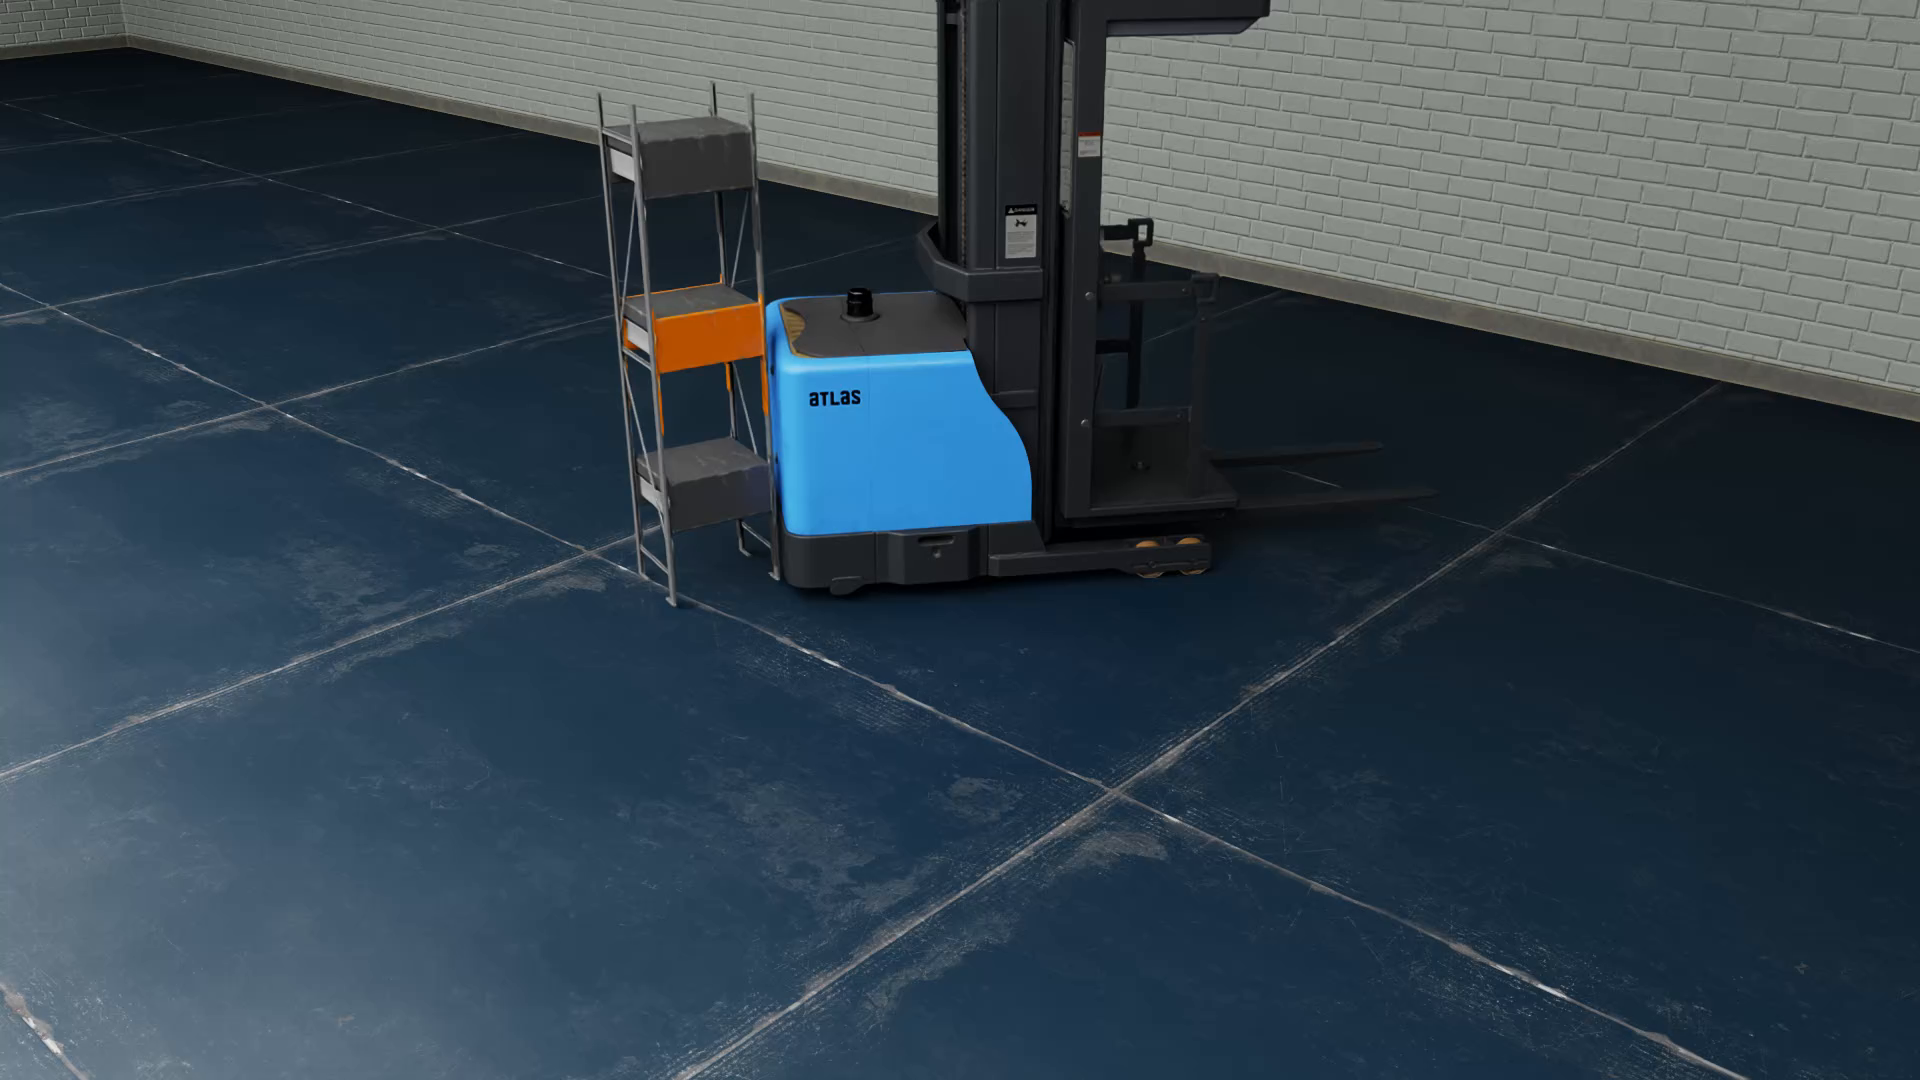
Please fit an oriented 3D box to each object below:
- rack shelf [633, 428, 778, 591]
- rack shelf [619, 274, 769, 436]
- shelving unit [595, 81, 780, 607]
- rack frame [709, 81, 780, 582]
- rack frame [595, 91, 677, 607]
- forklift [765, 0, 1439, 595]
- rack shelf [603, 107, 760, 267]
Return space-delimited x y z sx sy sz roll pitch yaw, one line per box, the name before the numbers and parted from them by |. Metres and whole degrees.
rack shelf | -1.113 -0.142 7.236 0.480 0.518 0.431 -14 27 -29
rack shelf | -1.118 -0.784 6.957 0.480 0.518 0.431 -14 27 -29
shelving unit | -1.118 -0.796 6.952 0.503 2.100 0.431 -14 27 -29
rack frame | -0.910 -0.848 7.068 0.015 2.100 0.400 -14 27 -29
rack frame | -1.326 -0.744 6.835 0.015 2.100 0.400 -14 27 -29
forklift | 0.667 -1.375 7.234 3.031 2.935 1.130 -4 24 -9
rack shelf | -1.123 -1.426 6.678 0.480 0.518 0.431 -14 27 -29
